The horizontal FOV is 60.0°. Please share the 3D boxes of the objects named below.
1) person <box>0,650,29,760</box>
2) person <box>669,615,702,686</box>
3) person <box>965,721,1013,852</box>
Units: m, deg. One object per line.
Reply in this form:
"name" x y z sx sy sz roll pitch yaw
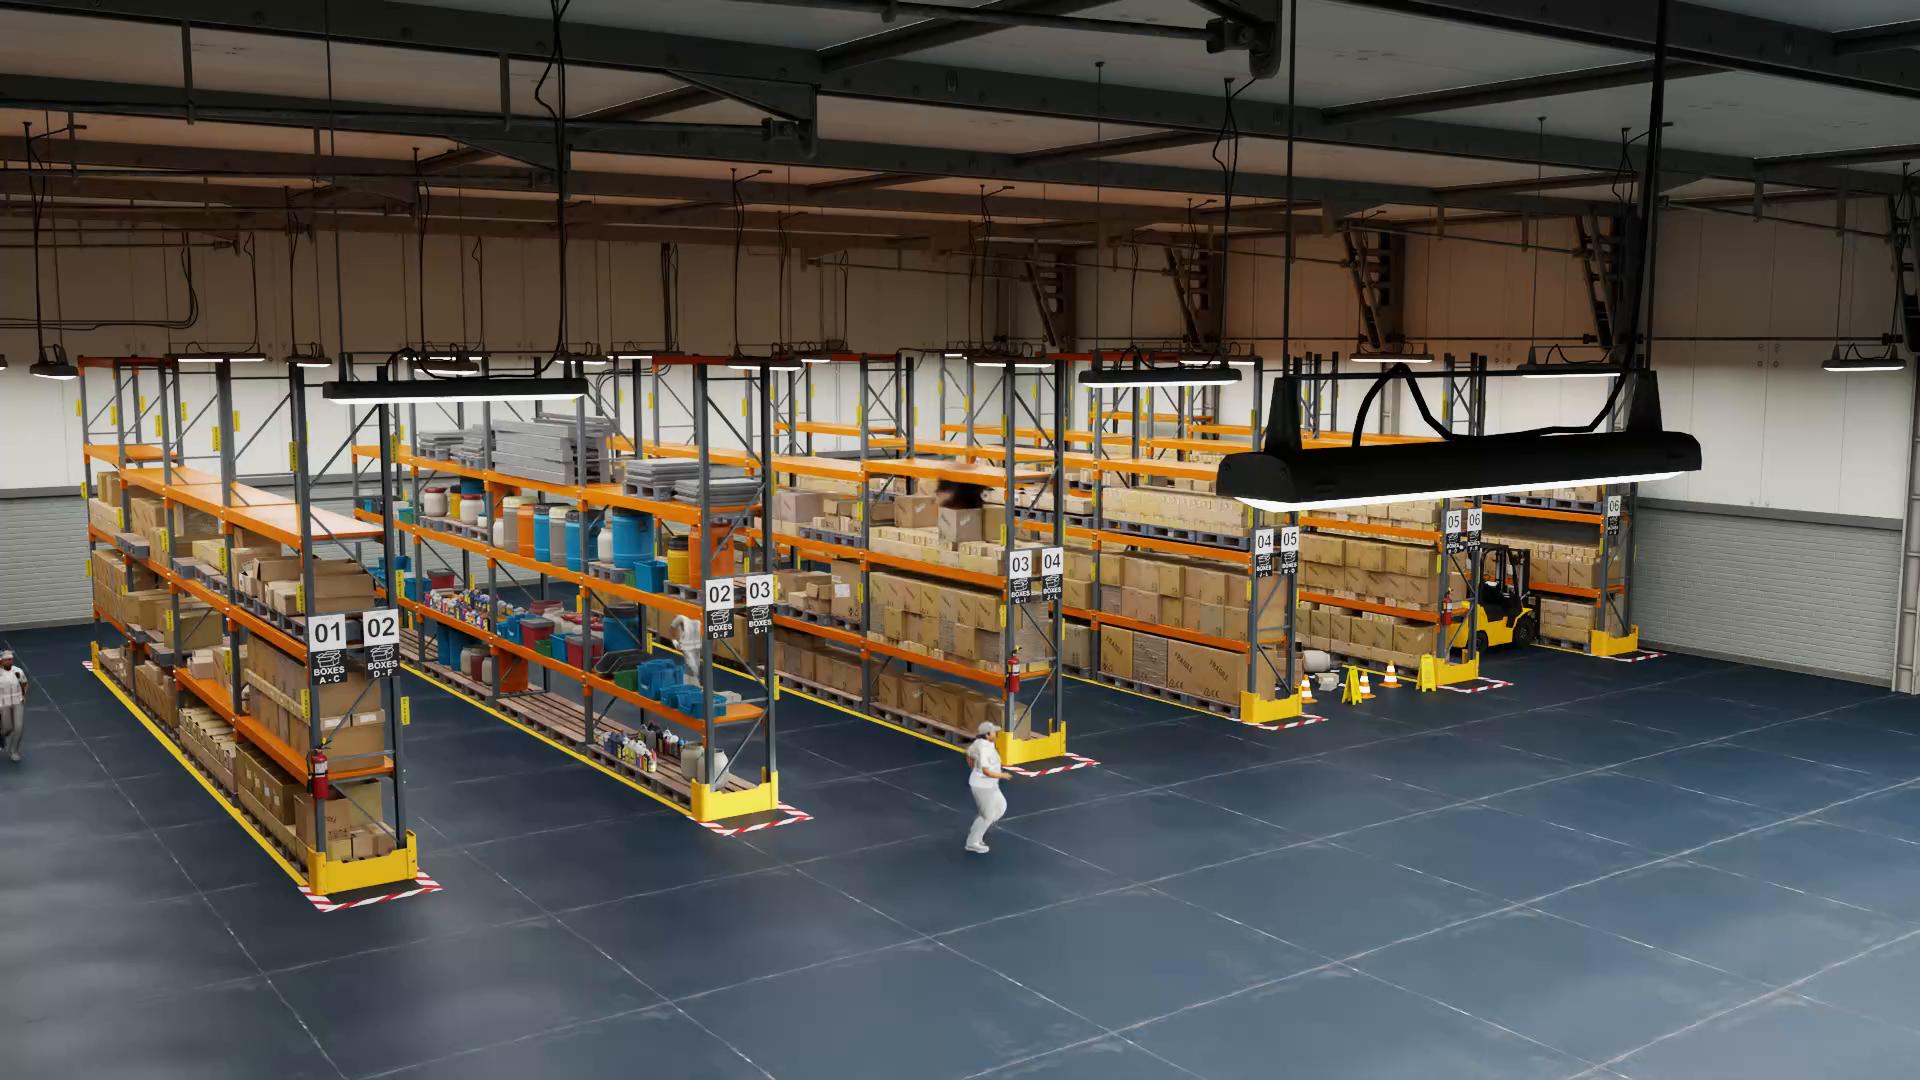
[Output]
"person" -14.387 2.478 25.165 0.582 1.665 0.578 -6 9 -43
"person" -4.735 1.912 29.263 0.707 1.771 1.004 -5 9 -37
"person" 0.349 3.037 20.509 0.581 1.630 0.604 -1 7 -5
